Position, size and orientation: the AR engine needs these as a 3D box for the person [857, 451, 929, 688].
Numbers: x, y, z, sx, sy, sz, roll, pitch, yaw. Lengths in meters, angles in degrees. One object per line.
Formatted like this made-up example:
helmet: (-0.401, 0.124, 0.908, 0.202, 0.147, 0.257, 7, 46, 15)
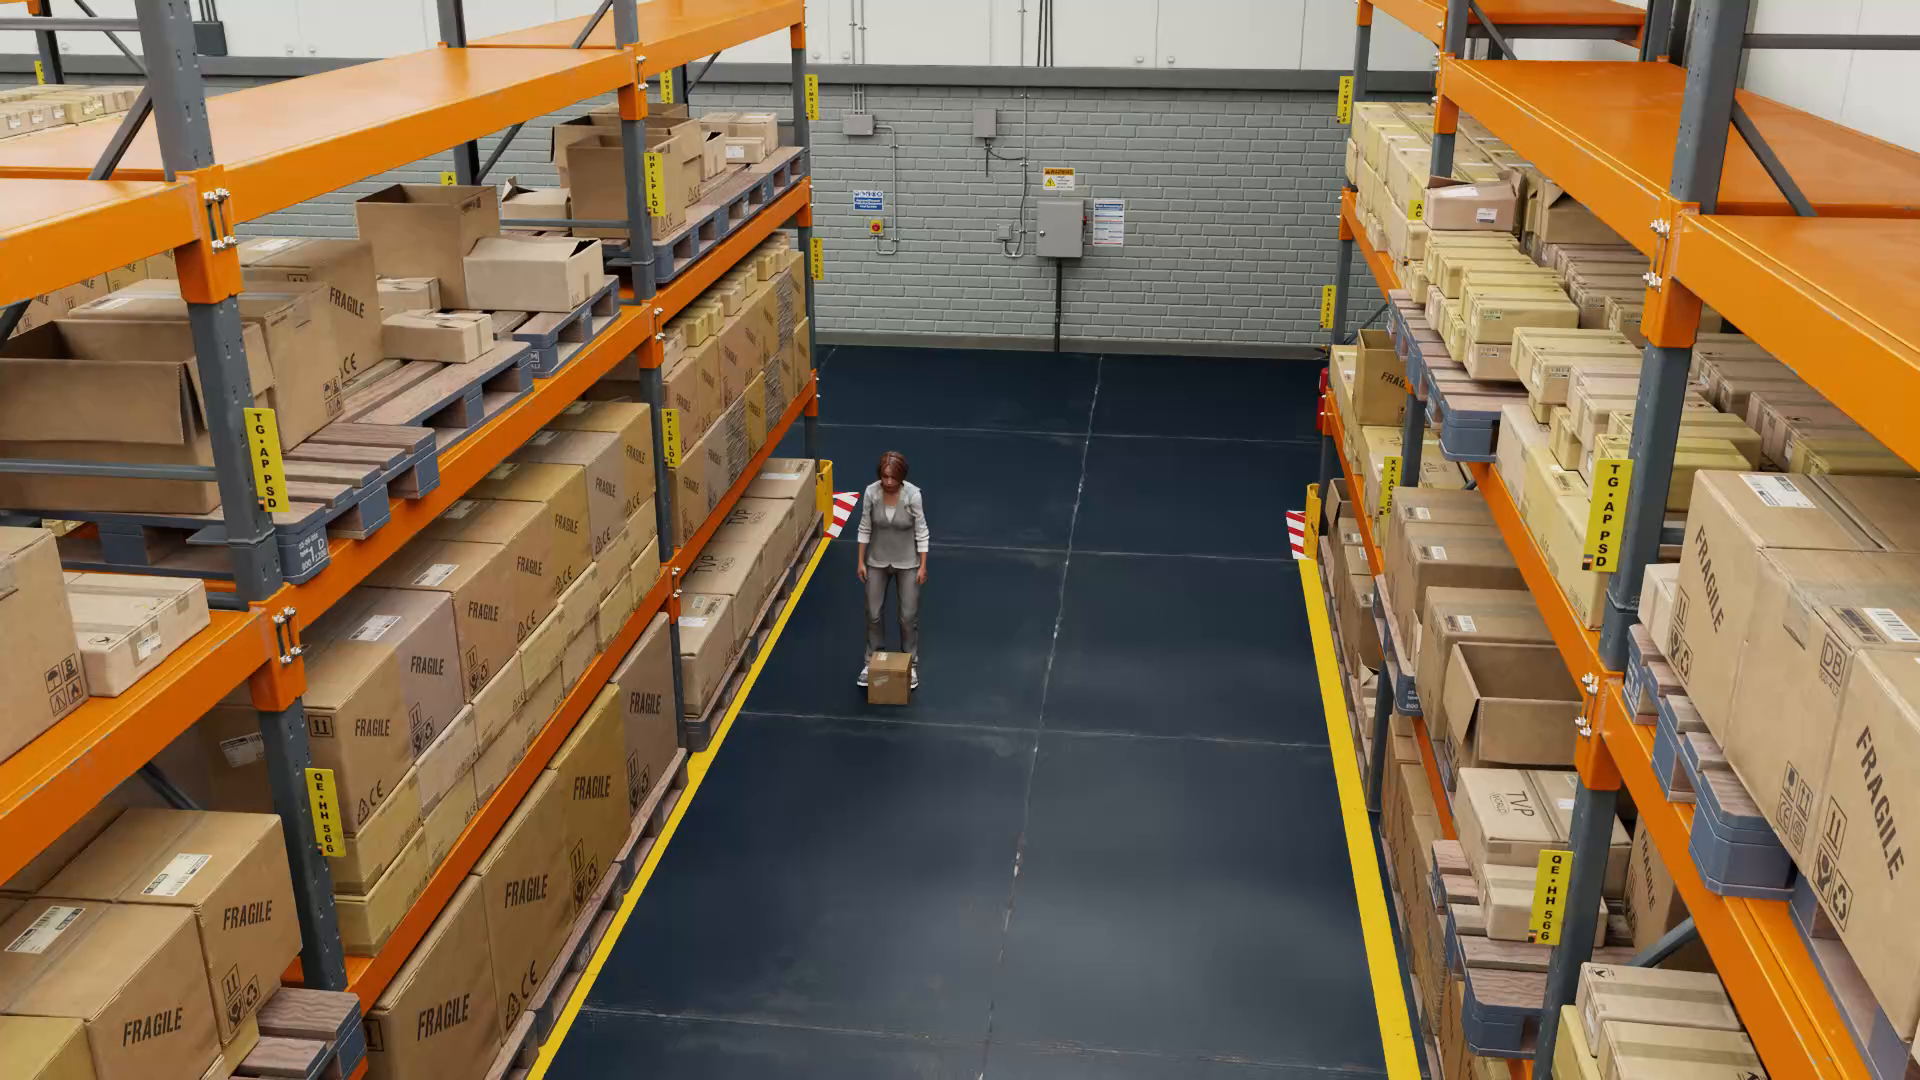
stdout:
person: (-0.428, 0.176, 10.653, 0.460, 1.592, 0.343, 3, 22, 8)
